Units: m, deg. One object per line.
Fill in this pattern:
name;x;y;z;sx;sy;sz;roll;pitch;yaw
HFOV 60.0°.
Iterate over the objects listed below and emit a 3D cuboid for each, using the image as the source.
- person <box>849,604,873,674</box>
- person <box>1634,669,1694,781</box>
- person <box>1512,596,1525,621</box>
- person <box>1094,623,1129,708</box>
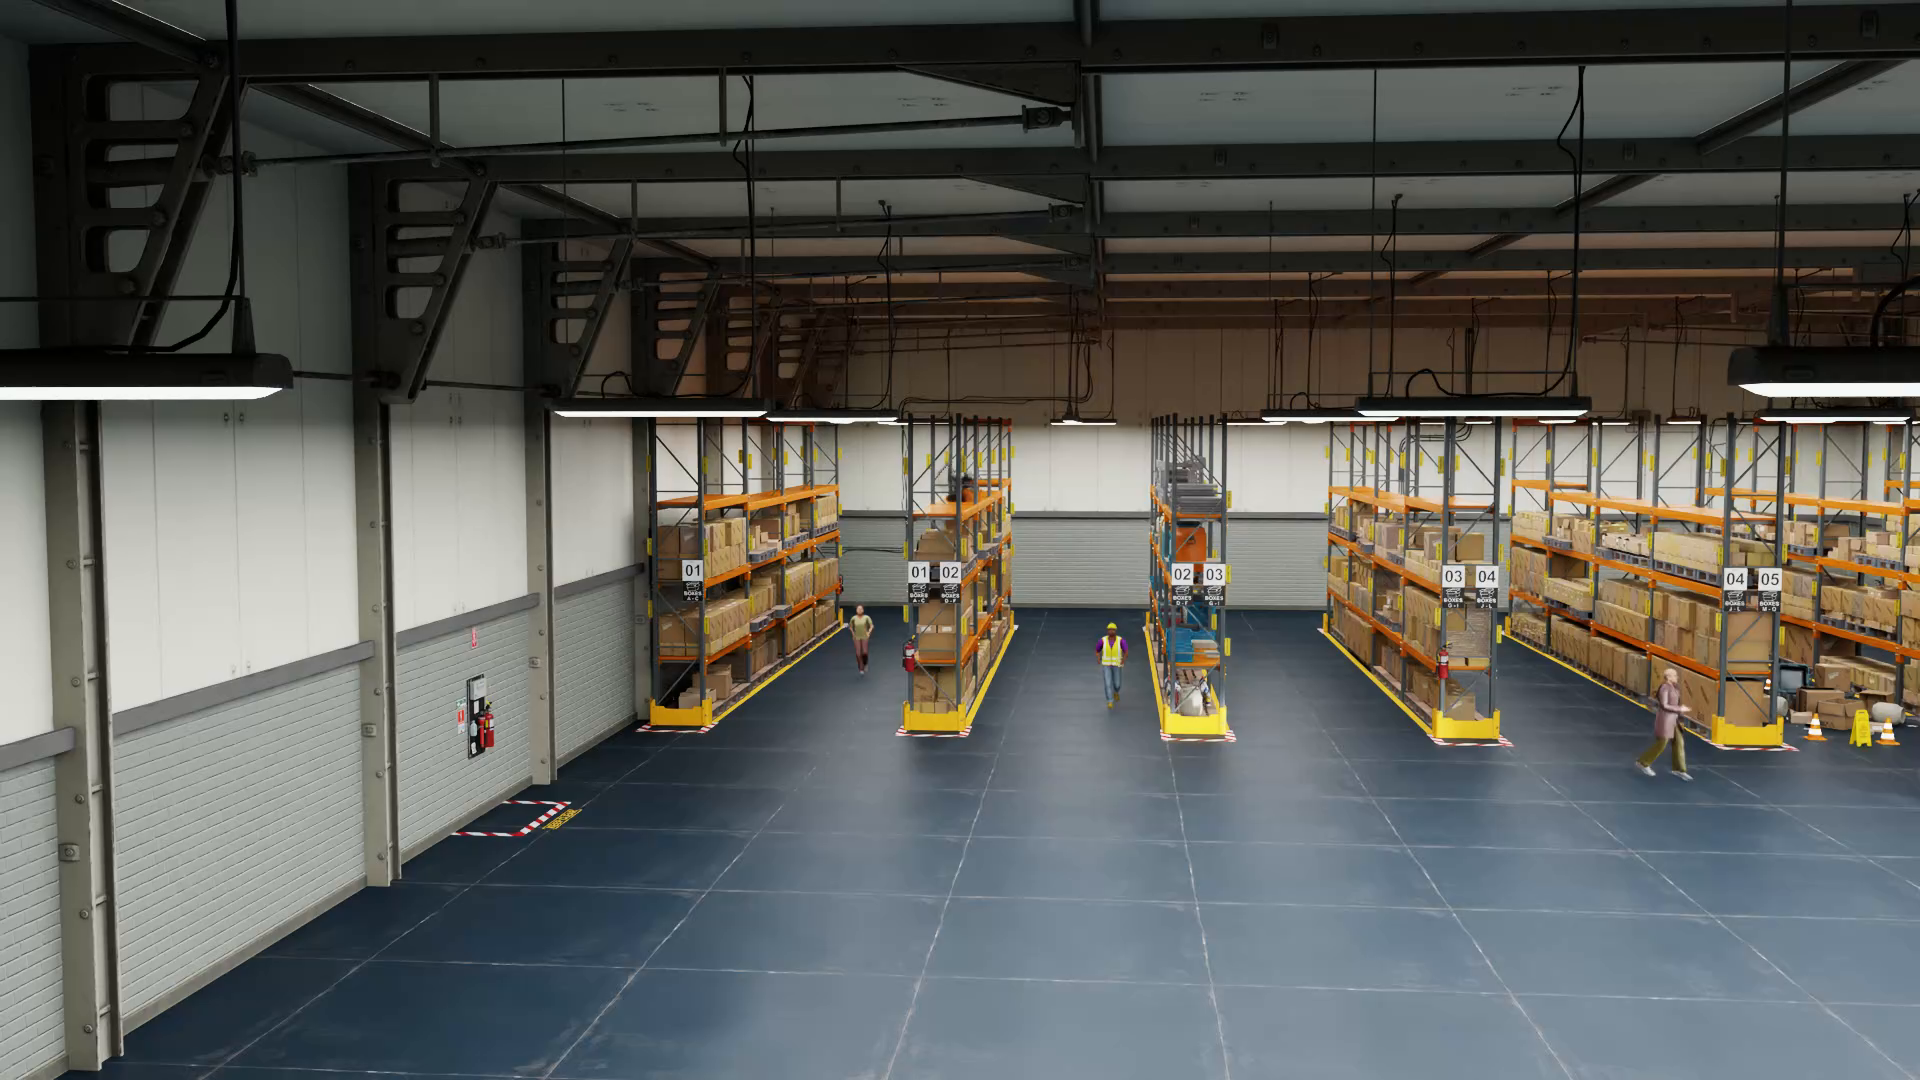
person;-2.291;2.299;38.394;0.556;1.626;0.520;0;4;2
person;11.518;3.004;27.144;0.903;1.834;0.736;3;5;37
person;15.922;1.737;47.286;0.725;1.651;0.612;2;4;31
person;3.097;2.555;34.022;0.698;1.718;0.610;0;4;6
